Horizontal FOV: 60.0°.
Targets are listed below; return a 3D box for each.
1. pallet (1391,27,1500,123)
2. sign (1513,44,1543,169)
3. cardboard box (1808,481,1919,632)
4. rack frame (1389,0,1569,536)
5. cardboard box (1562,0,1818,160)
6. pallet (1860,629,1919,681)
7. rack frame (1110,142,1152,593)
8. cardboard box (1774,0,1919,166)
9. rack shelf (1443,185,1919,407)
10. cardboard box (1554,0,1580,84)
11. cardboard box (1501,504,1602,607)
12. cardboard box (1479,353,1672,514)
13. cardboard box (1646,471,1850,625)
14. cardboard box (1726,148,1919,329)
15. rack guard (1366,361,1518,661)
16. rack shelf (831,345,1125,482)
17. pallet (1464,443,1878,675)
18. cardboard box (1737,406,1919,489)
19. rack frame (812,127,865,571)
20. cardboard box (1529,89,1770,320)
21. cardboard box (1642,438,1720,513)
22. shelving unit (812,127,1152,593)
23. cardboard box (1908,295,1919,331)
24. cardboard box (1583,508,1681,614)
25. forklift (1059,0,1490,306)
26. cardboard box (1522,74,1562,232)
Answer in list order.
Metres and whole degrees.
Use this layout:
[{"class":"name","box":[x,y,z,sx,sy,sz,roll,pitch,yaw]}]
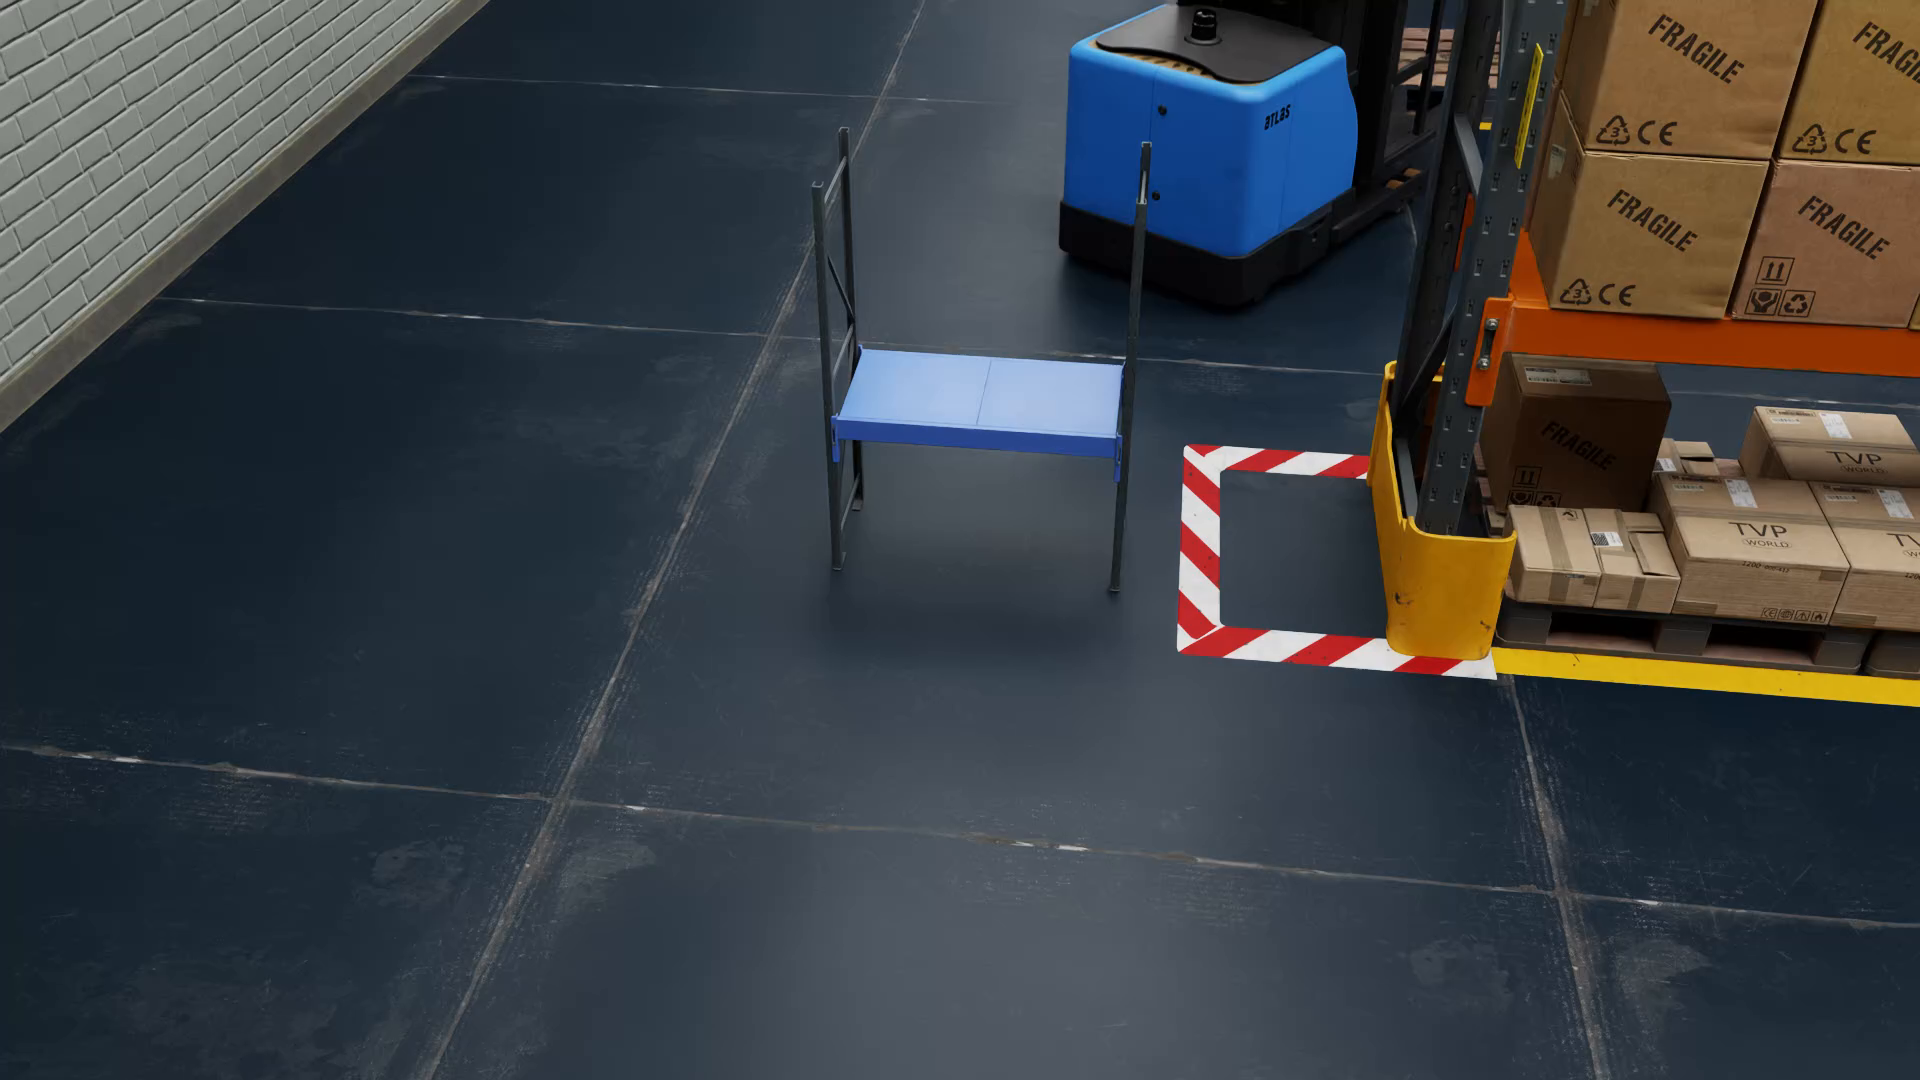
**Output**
[{"class":"pallet","box":[3.089,-2.795,9.985,1.213,0.211,1.003,4,36,6]},{"class":"sign","box":[1.572,-1.199,4.603,0.005,0.325,0.100,4,36,6]},{"class":"cardboard box","box":[3.136,0.058,5.575,0.500,0.250,0.500,4,36,6]},{"class":"rack frame","box":[1.641,-1.160,5.293,0.127,3.000,1.000,4,36,6]},{"class":"cardboard box","box":[2.048,-1.423,4.714,0.500,0.500,0.500,5,36,7]},{"class":"pallet","box":[3.714,0.131,5.885,1.213,0.211,1.003,4,36,6]},{"class":"rack frame","box":[0.589,-0.567,5.753,0.032,1.500,0.500,4,36,6]},{"class":"cardboard box","box":[2.567,-1.388,4.666,0.500,0.500,0.500,5,36,6]},{"class":"rack shelf","box":[3.625,-0.719,5.294,4.000,0.370,1.077,4,36,6]},{"class":"cardboard box","box":[2.117,-1.733,5.149,0.500,0.500,0.500,4,36,6]},{"class":"cardboard box","box":[2.013,0.051,5.672,0.250,0.149,0.380,4,36,6]},{"class":"cardboard box","box":[2.212,-0.423,6.034,0.500,0.500,0.500,4,36,6]},{"class":"cardboard box","box":[2.640,0.021,5.626,0.500,0.250,0.500,4,36,6]},{"class":"cardboard box","box":[2.560,-0.980,4.956,0.500,0.500,0.500,4,36,5]},{"class":"rack guard","box":[1.716,-0.137,6.011,0.348,0.500,1.175,4,36,6]},{"class":"rack shelf","box":[0.085,-0.458,5.910,1.000,0.185,0.538,4,36,6]},{"class":"pallet","box":[2.507,0.040,6.013,1.213,0.211,1.003,4,36,6]},{"class":"cardboard box","box":[3.150,-0.234,5.983,0.500,0.250,0.500,4,36,6]},{"class":"rack frame","box":[-0.420,-0.642,5.858,0.032,1.500,0.500,4,36,6]},{"class":"cardboard box","box":[2.048,-1.016,5.005,0.500,0.500,0.500,5,36,7]},{"class":"cardboard box","box":[2.602,-0.205,6.016,0.250,0.166,0.380,4,36,6]},{"class":"shelving unit","box":[0.085,-0.604,5.805,1.048,1.500,0.538,4,36,6]},{"class":"cardboard box","box":[3.057,-0.942,4.901,0.500,0.500,0.500,4,36,6]},{"class":"cardboard box","box":[2.260,0.062,5.641,0.250,0.166,0.380,4,36,6]},{"class":"forklift","box":[1.809,-3.056,8.008,1.130,2.935,3.031,26,43,31]},{"class":"cardboard box","box":[2.120,-1.324,5.437,0.500,0.500,0.500,5,36,7]}]
